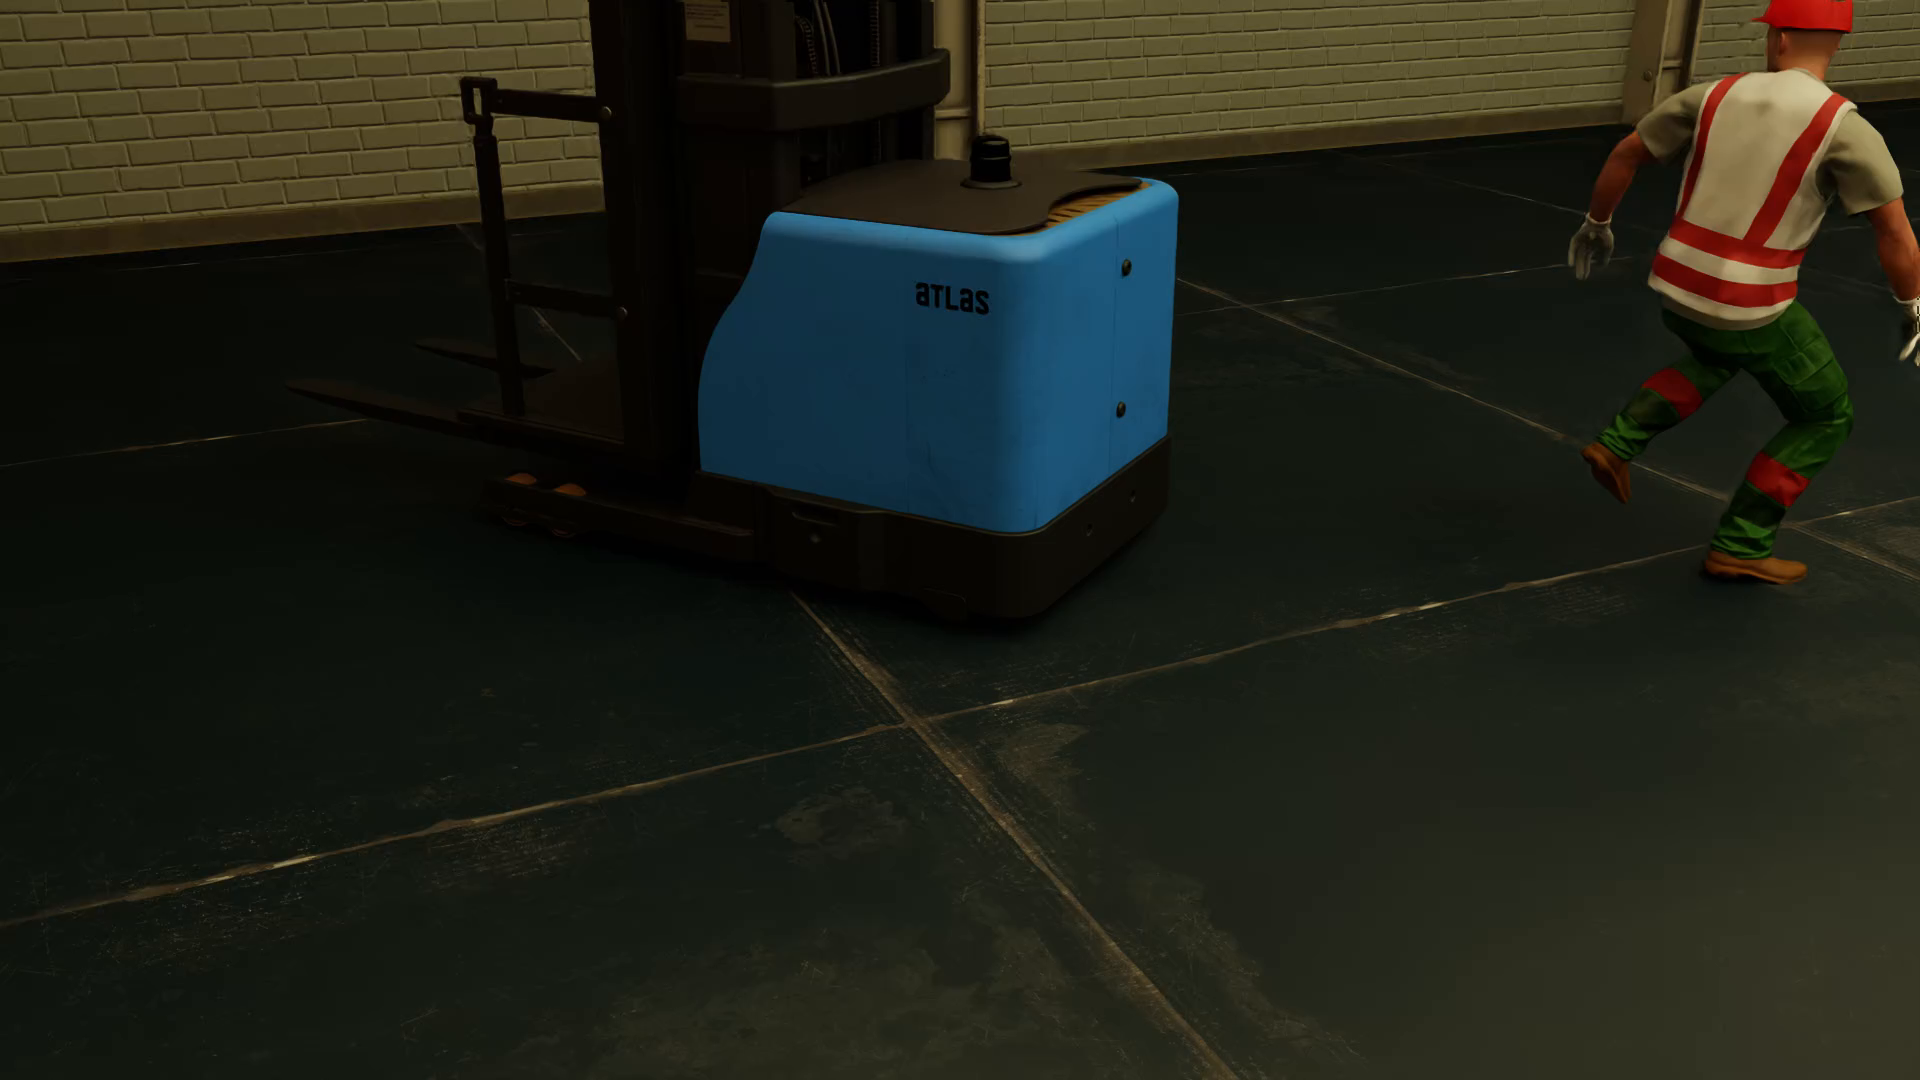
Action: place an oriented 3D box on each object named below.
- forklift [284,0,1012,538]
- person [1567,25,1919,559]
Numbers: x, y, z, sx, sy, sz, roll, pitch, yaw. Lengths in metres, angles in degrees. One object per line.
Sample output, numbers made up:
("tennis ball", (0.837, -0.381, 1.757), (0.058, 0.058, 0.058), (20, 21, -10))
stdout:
("forklift", (-0.889, -1.523, 4.952), (3.031, 2.935, 1.121), (12, 25, 27))
("person", (2.219, -0.739, 4.704), (0.555, 1.542, 0.908), (-10, 25, -23))
